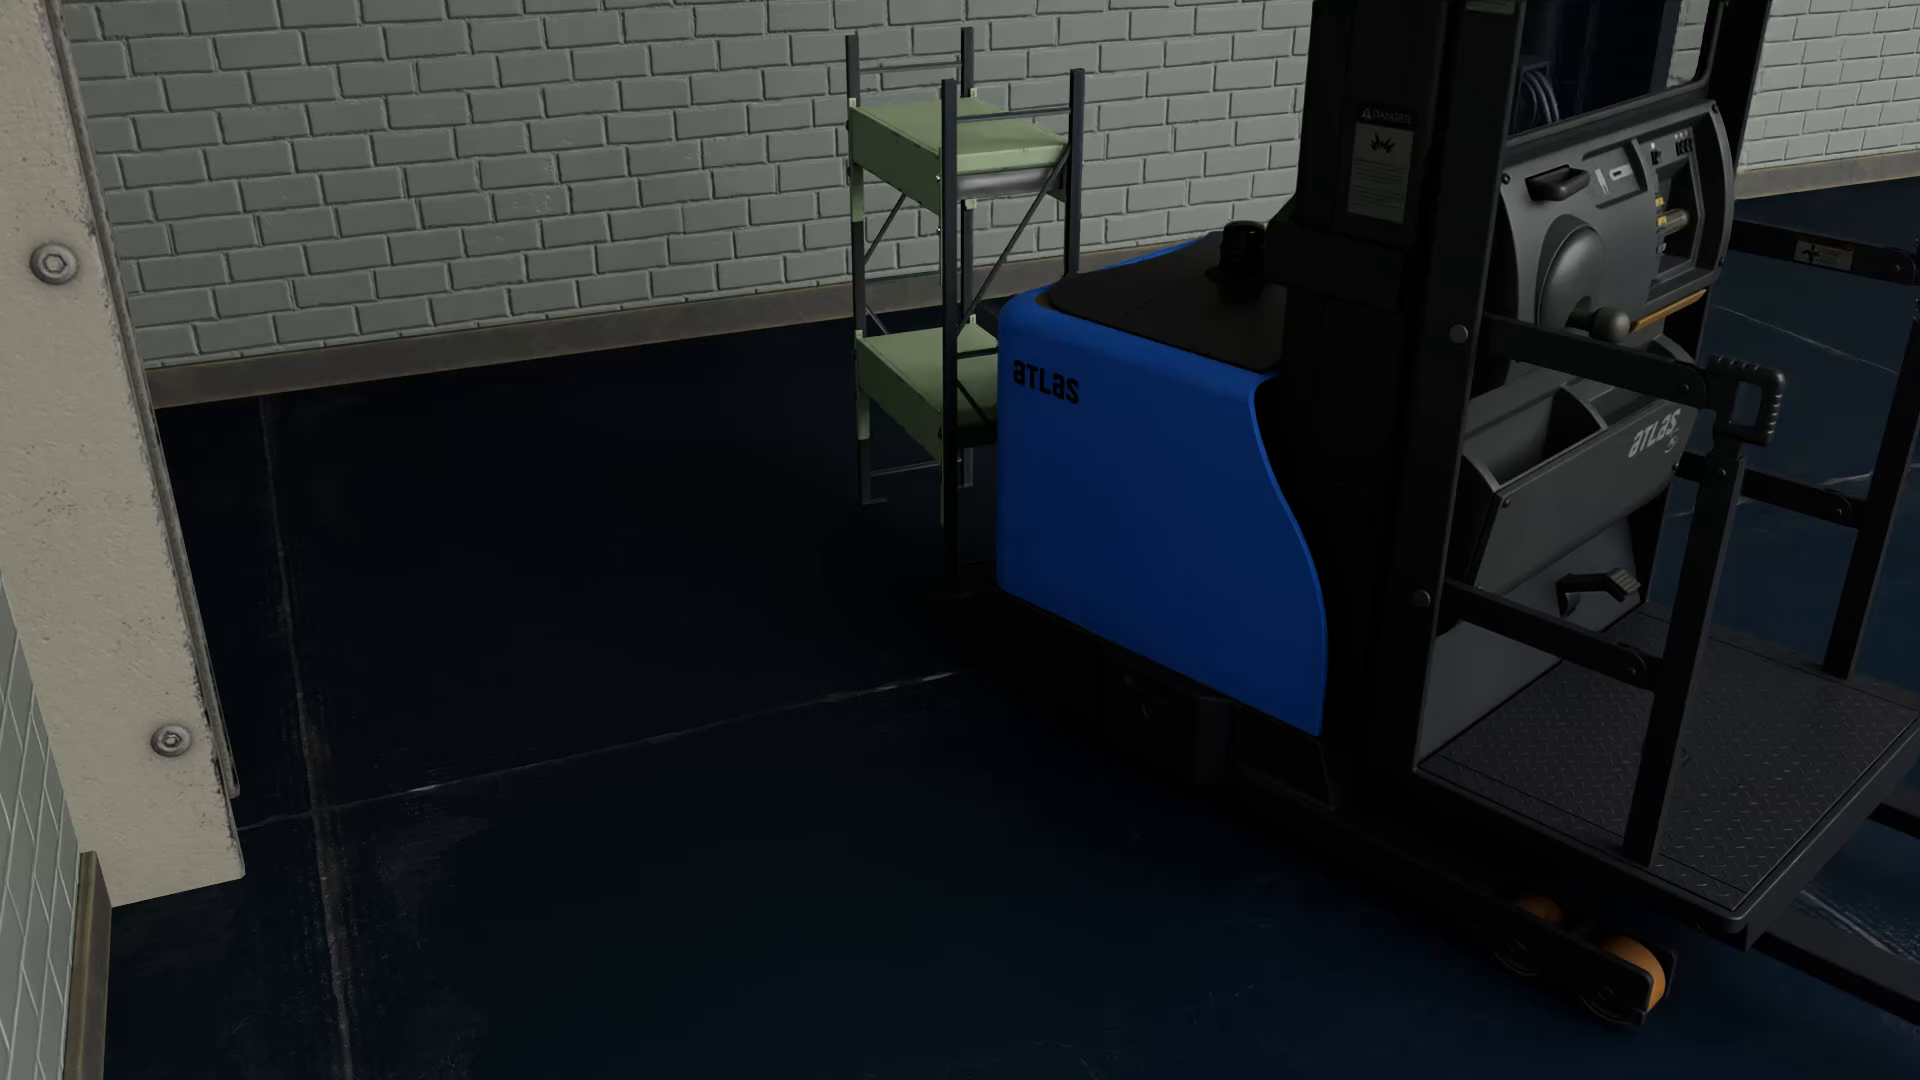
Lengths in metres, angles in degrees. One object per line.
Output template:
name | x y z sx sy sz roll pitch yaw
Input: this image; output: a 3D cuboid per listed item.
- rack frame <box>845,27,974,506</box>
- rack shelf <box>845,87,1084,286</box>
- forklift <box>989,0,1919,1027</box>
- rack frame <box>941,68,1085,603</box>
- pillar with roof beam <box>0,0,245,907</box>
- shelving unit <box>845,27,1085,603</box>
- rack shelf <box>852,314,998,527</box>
rack frame | -0.146 -0.824 5.229 0.400 1.500 0.023 -11 28 -21
rack shelf | -0.003 -1.027 4.755 0.431 0.370 0.720 -11 28 -21
forklift | 1.466 -0.618 3.176 1.130 2.935 3.031 -23 34 -39
rack frame | 0.141 -0.529 4.624 0.400 1.500 0.023 -11 28 -21
pillar with roof beam | 2.146 -4.085 3.361 9.100 9.000 0.400 -11 28 -21
shelving unit | -0.003 -0.677 4.926 0.431 1.500 0.755 -11 28 -21
rack shelf | -0.003 -0.384 5.069 0.431 0.370 0.720 -11 28 -21
